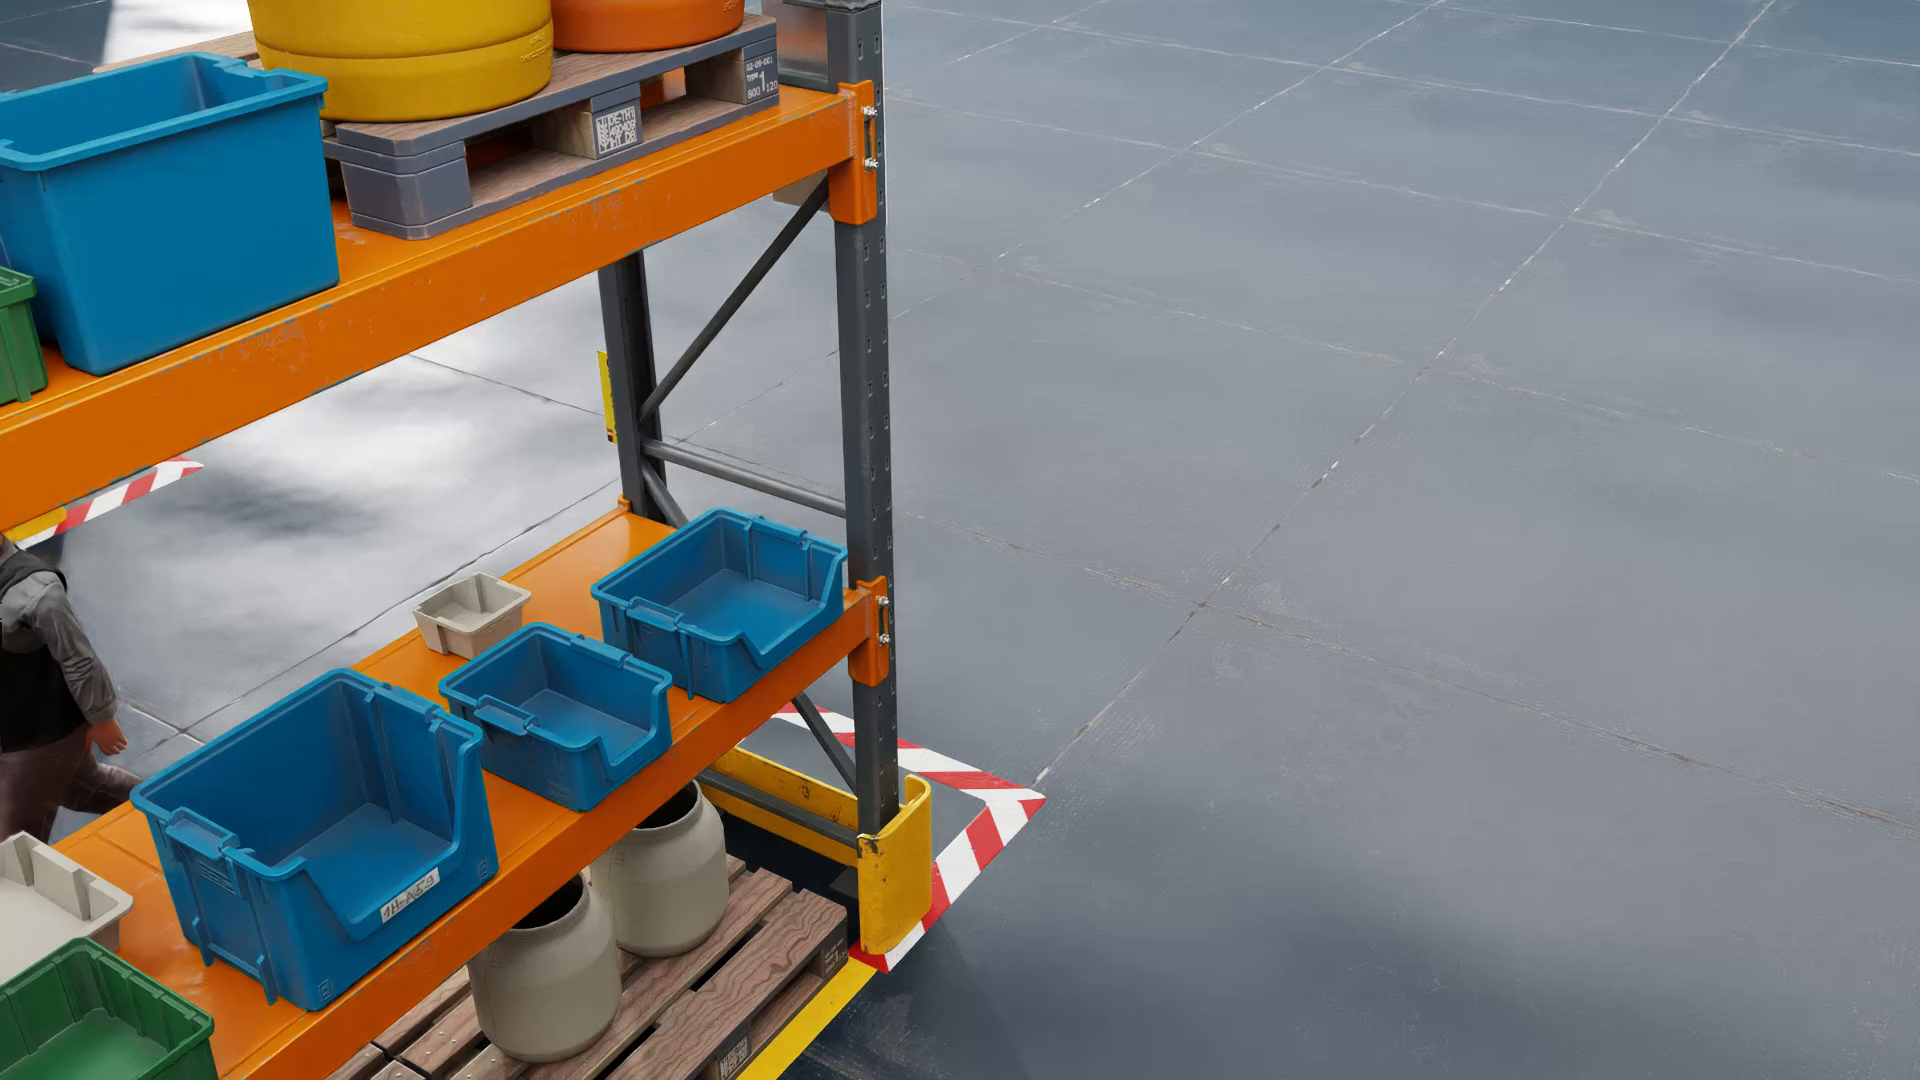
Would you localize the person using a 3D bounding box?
[{"bbox_3d":[-2.957,0.583,5.153,0.546,1.673,1.014,19,35,29],"label":"person"}]
